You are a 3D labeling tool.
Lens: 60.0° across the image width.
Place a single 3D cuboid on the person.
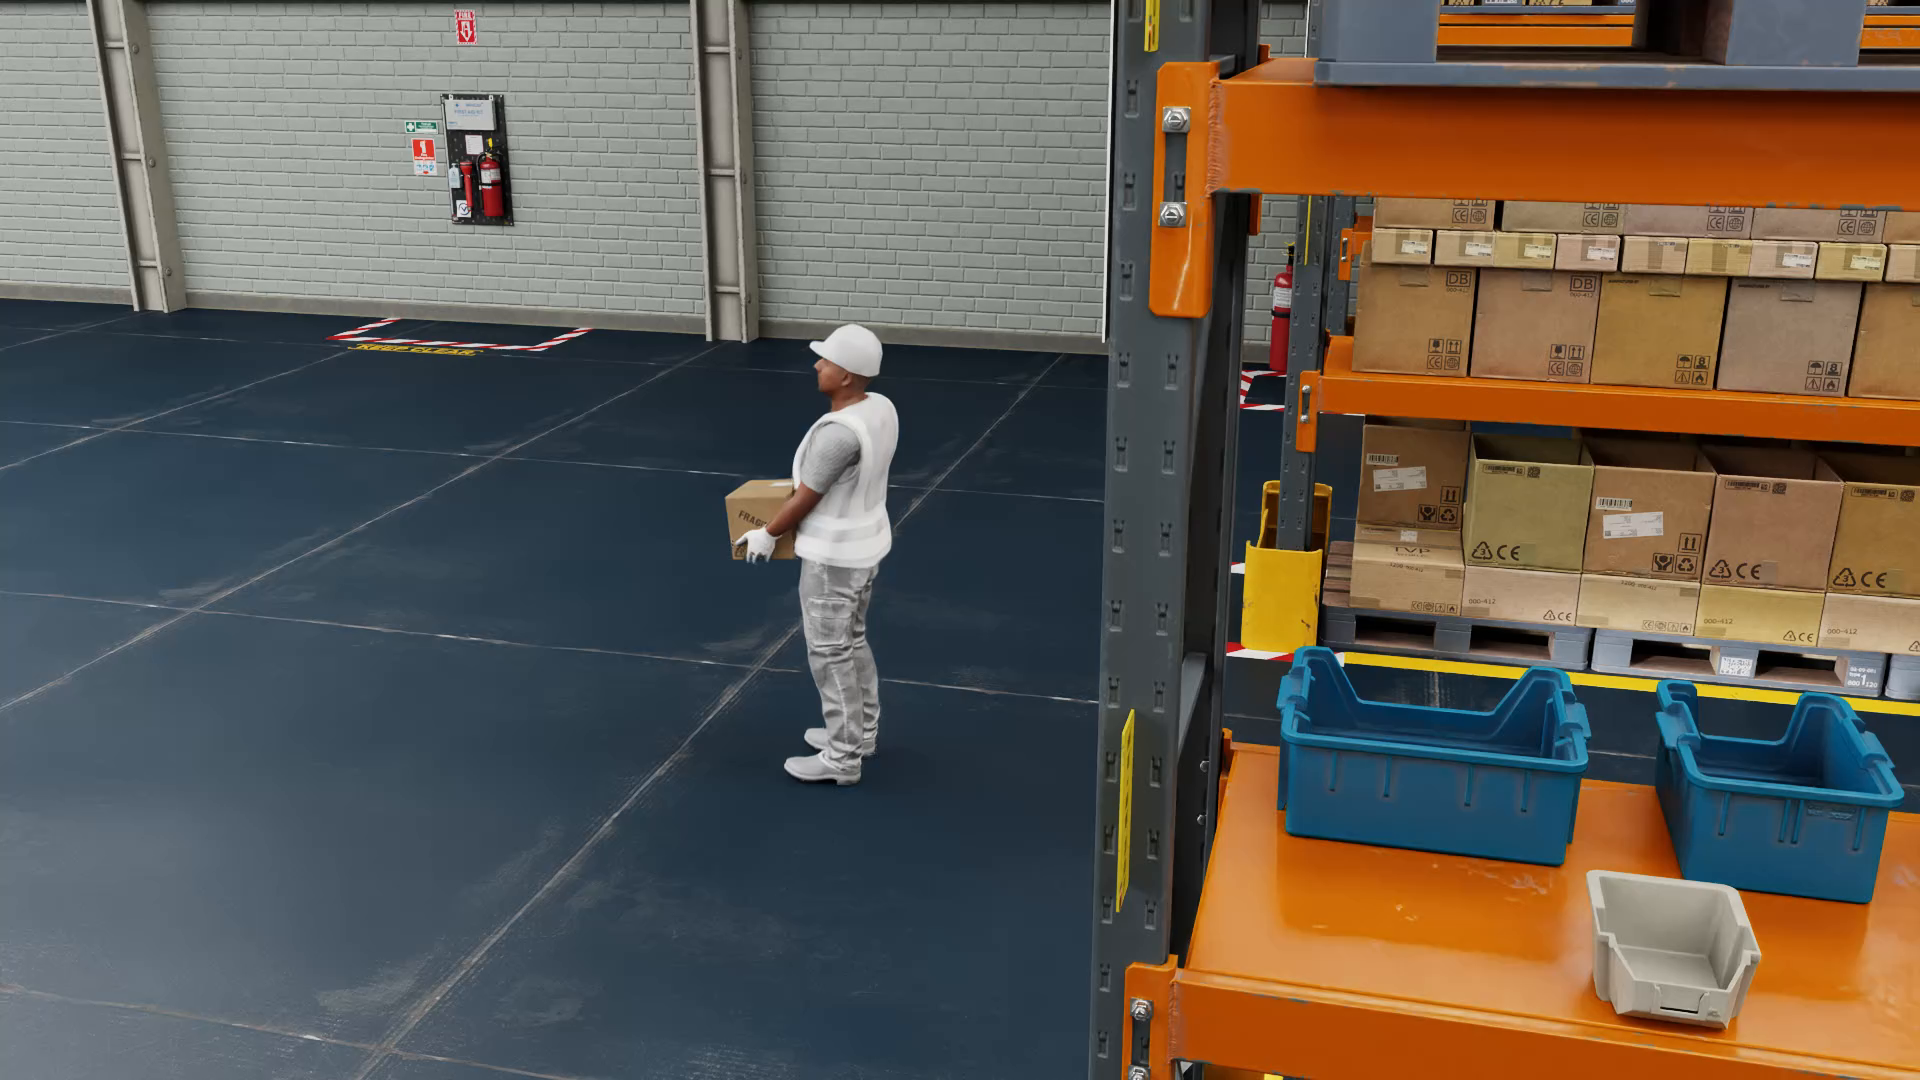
[{"bbox_3d":[-0.541,0.051,6.365,0.569,1.787,0.499,5,19,14],"label":"person"}]
